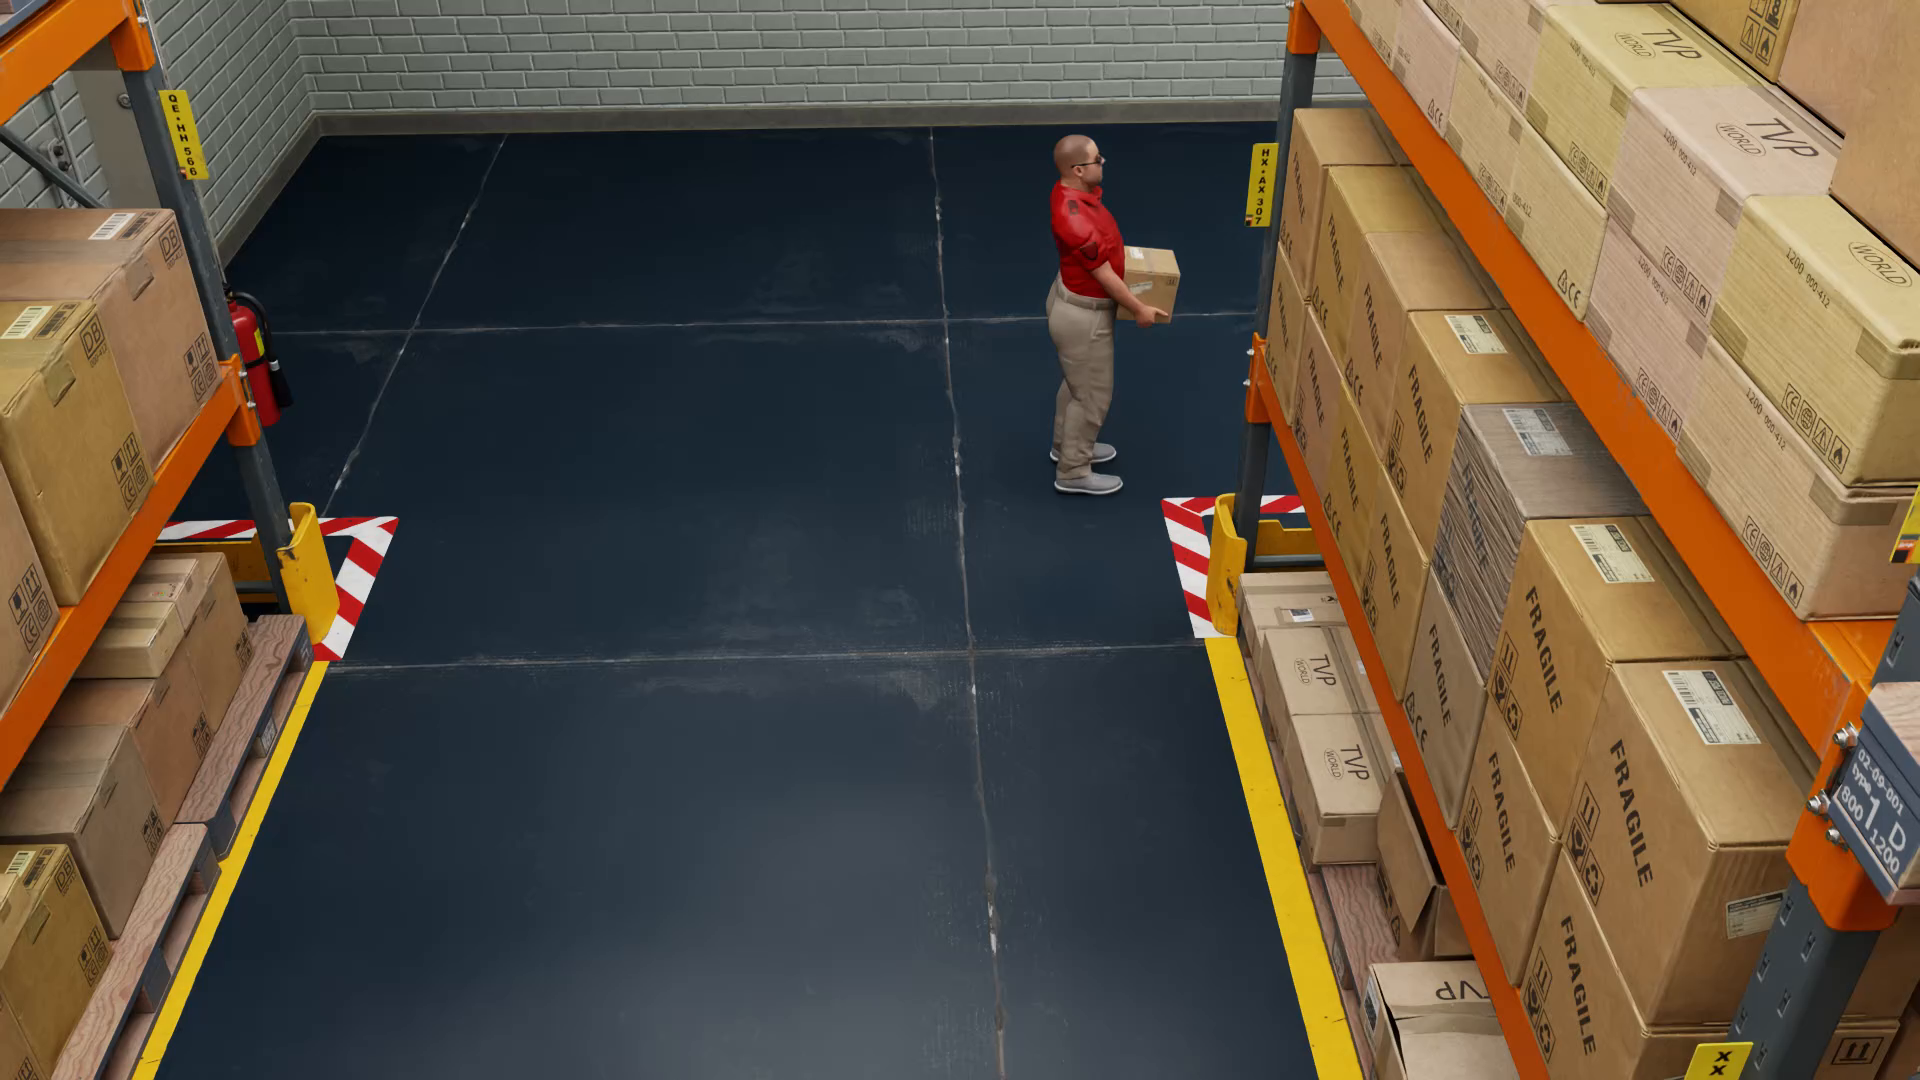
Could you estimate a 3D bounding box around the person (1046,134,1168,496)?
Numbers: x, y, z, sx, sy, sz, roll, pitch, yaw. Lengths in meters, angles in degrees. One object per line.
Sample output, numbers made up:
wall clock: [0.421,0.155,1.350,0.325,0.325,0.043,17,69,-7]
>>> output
person: [0.665,-1.038,7.653,0.538,1.714,0.494,-1,35,-1]
